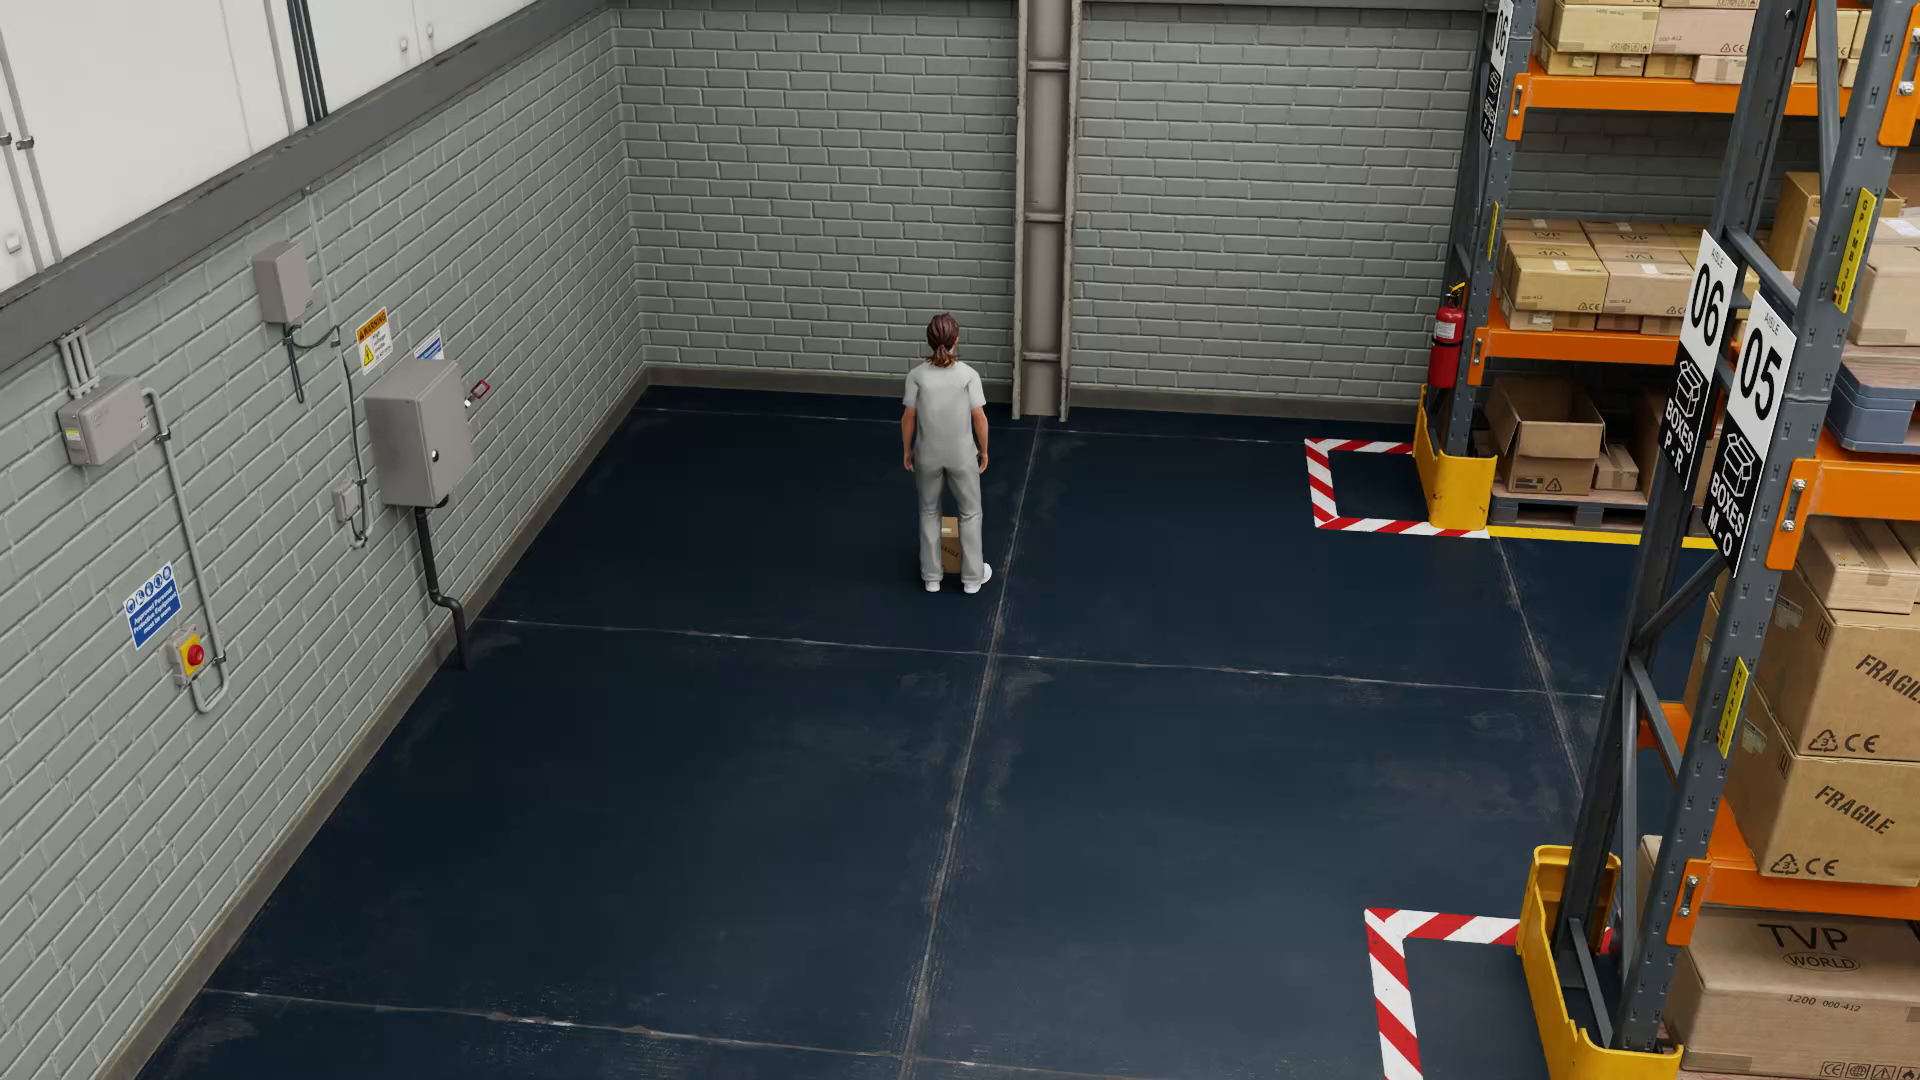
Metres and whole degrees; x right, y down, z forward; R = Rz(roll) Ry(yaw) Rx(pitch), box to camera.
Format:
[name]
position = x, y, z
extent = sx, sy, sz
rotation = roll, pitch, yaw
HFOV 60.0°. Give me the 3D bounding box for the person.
[person]
position = -0.075, -0.477, 9.509
extent = 0.513, 1.669, 0.355
rotation = 2, 29, 4
